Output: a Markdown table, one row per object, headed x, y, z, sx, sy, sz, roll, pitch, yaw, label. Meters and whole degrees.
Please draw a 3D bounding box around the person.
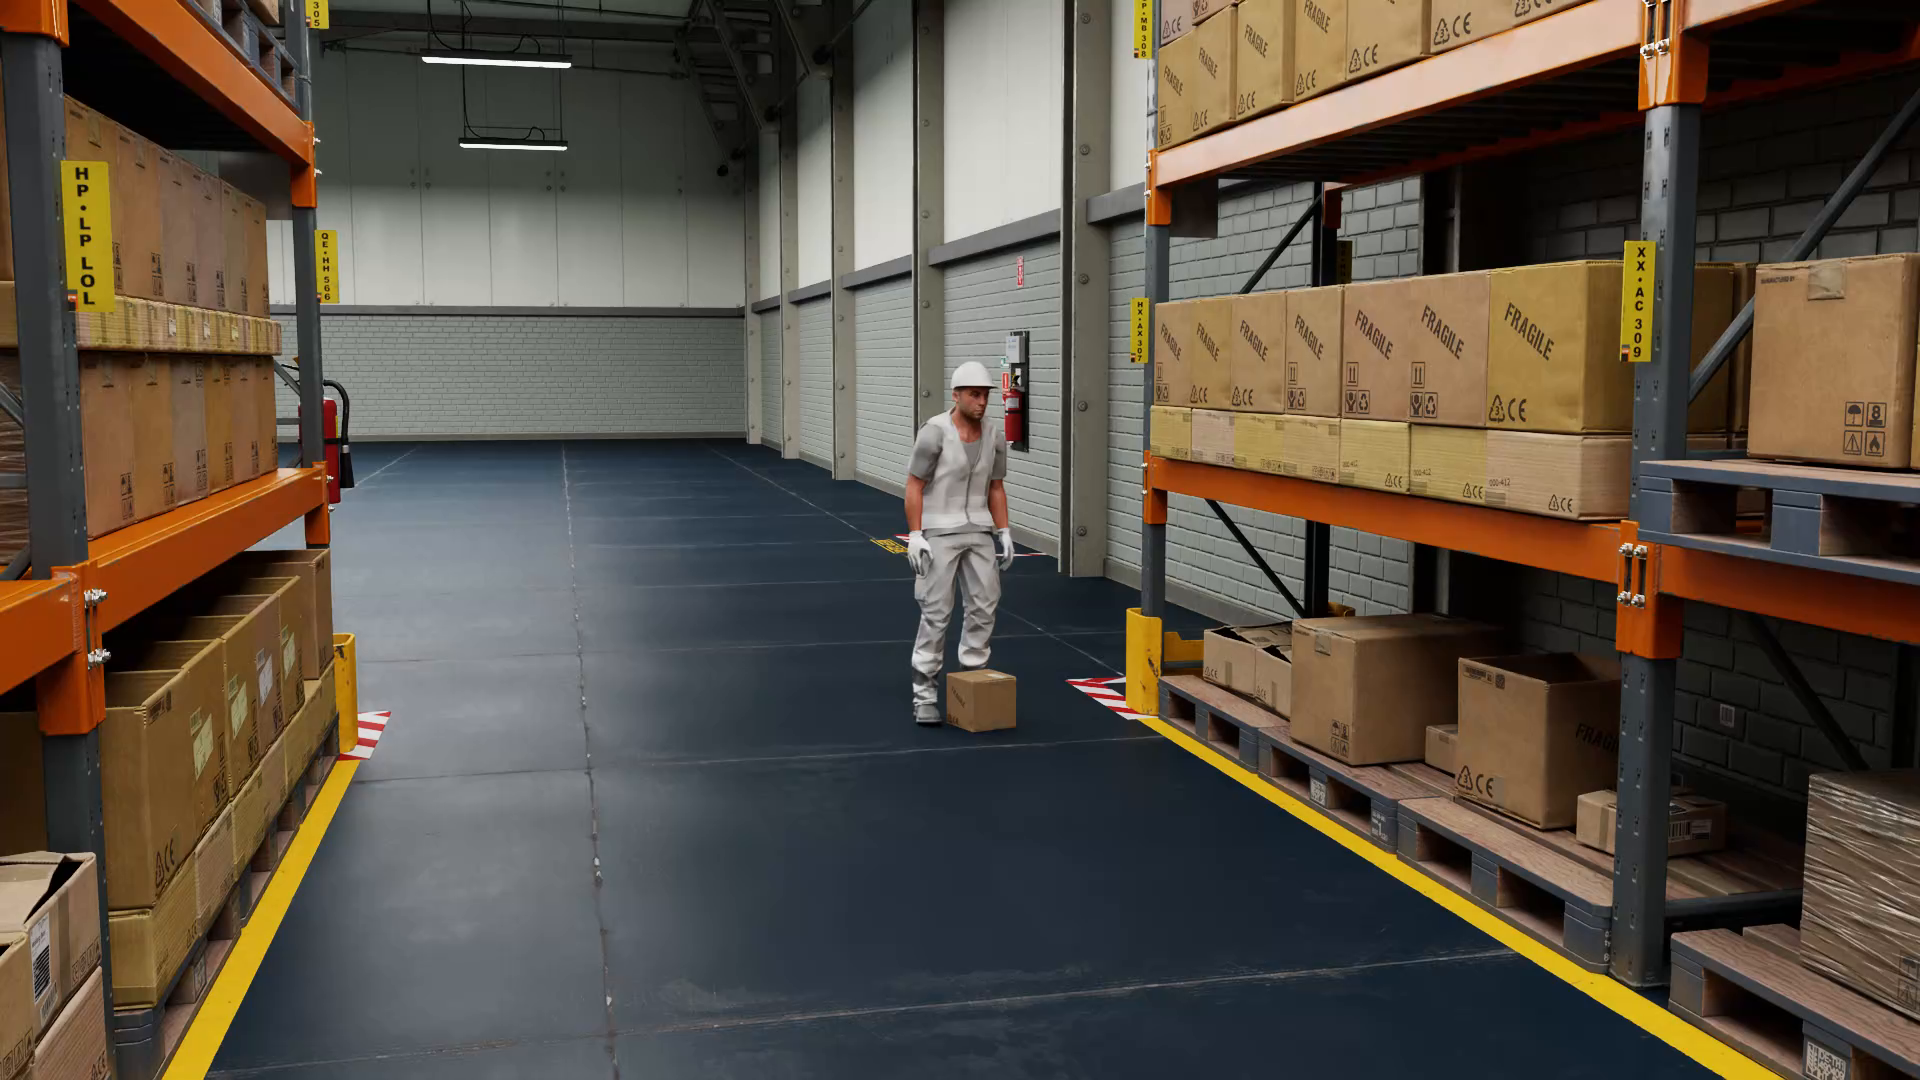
| x | y | z | sx | sy | sz | roll | pitch | yaw | label |
| --- | --- | --- | --- | --- | --- | --- | --- | --- | --- |
| 0.006 | 0.006 | 8.270 | 0.616 | 1.778 | 0.453 | -4 | 7 | -30 | person |
